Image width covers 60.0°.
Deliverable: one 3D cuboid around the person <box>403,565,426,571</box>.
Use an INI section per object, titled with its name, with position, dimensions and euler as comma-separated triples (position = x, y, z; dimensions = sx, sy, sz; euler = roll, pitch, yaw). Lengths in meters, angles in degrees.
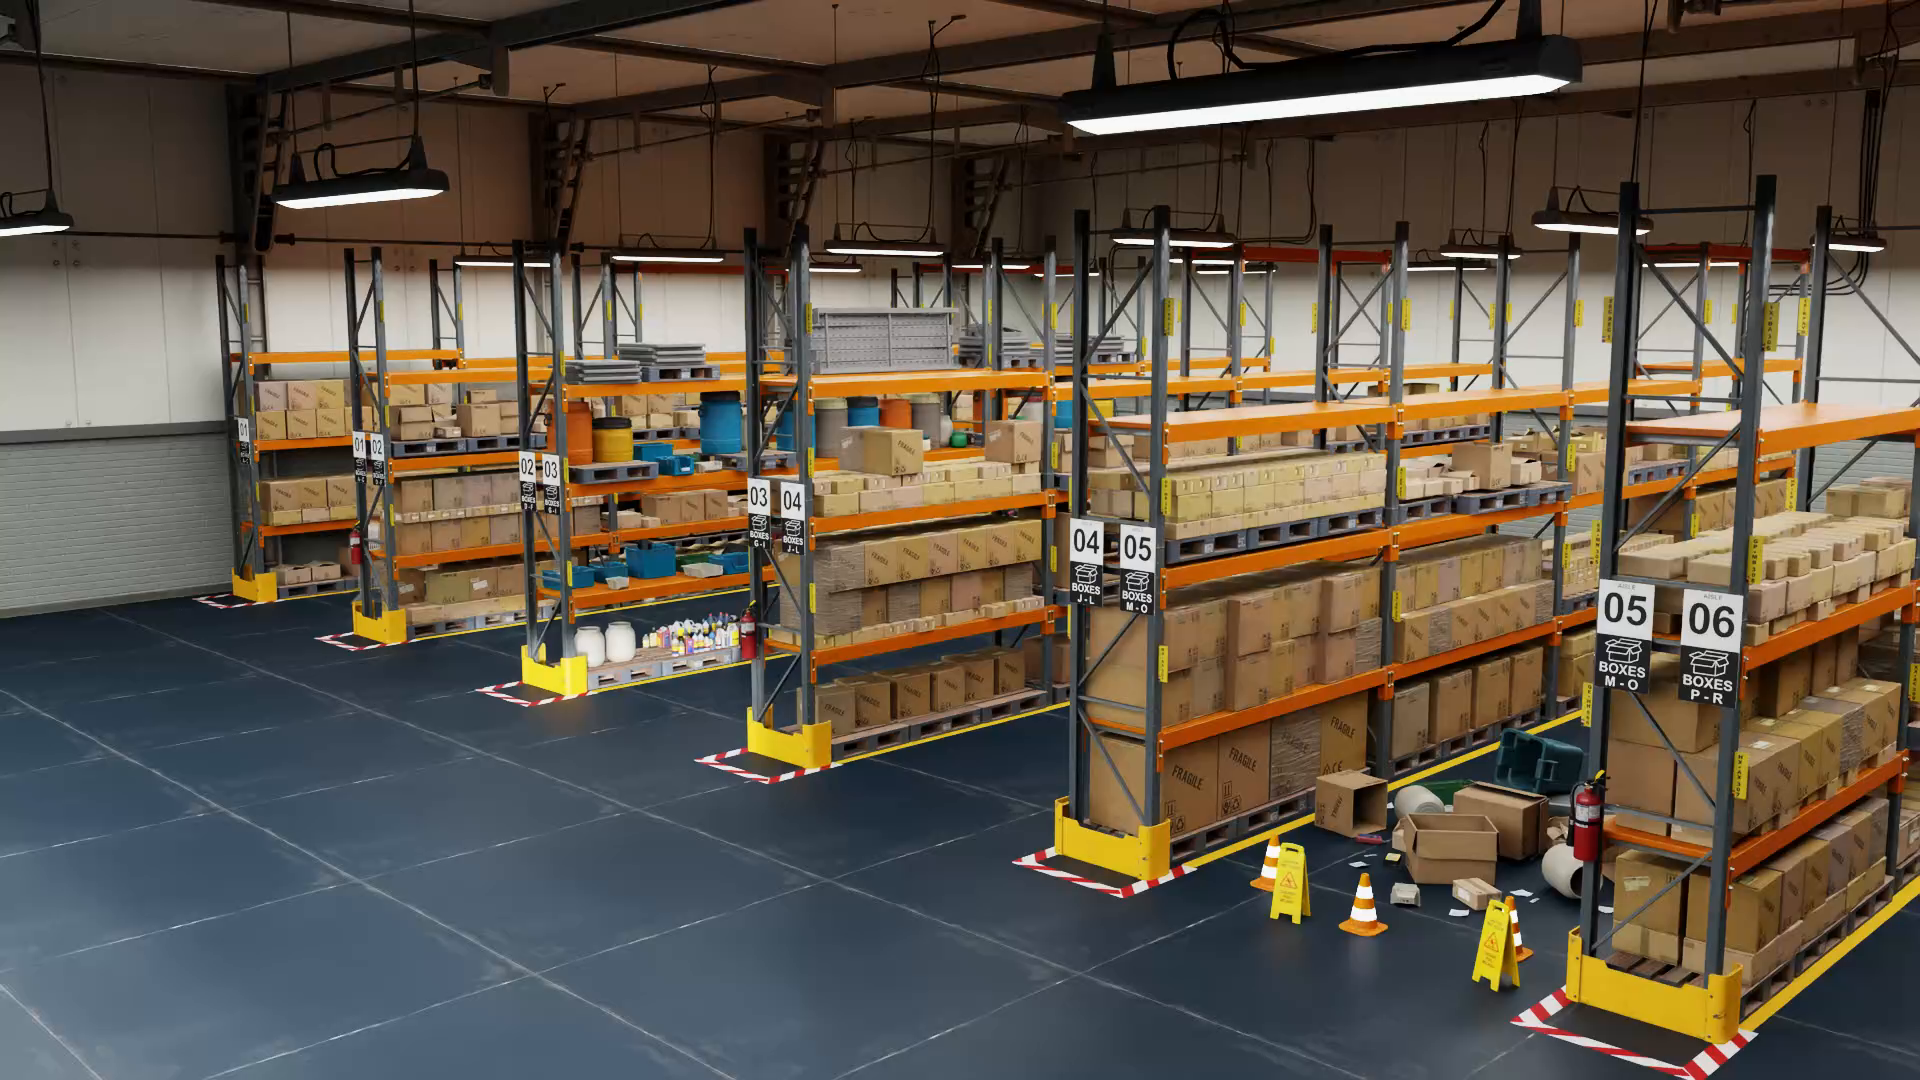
[person]
position = -9.659, 0.199, 29.273
dimensions = 0.463, 1.713, 0.475
euler = -2, 8, -12
